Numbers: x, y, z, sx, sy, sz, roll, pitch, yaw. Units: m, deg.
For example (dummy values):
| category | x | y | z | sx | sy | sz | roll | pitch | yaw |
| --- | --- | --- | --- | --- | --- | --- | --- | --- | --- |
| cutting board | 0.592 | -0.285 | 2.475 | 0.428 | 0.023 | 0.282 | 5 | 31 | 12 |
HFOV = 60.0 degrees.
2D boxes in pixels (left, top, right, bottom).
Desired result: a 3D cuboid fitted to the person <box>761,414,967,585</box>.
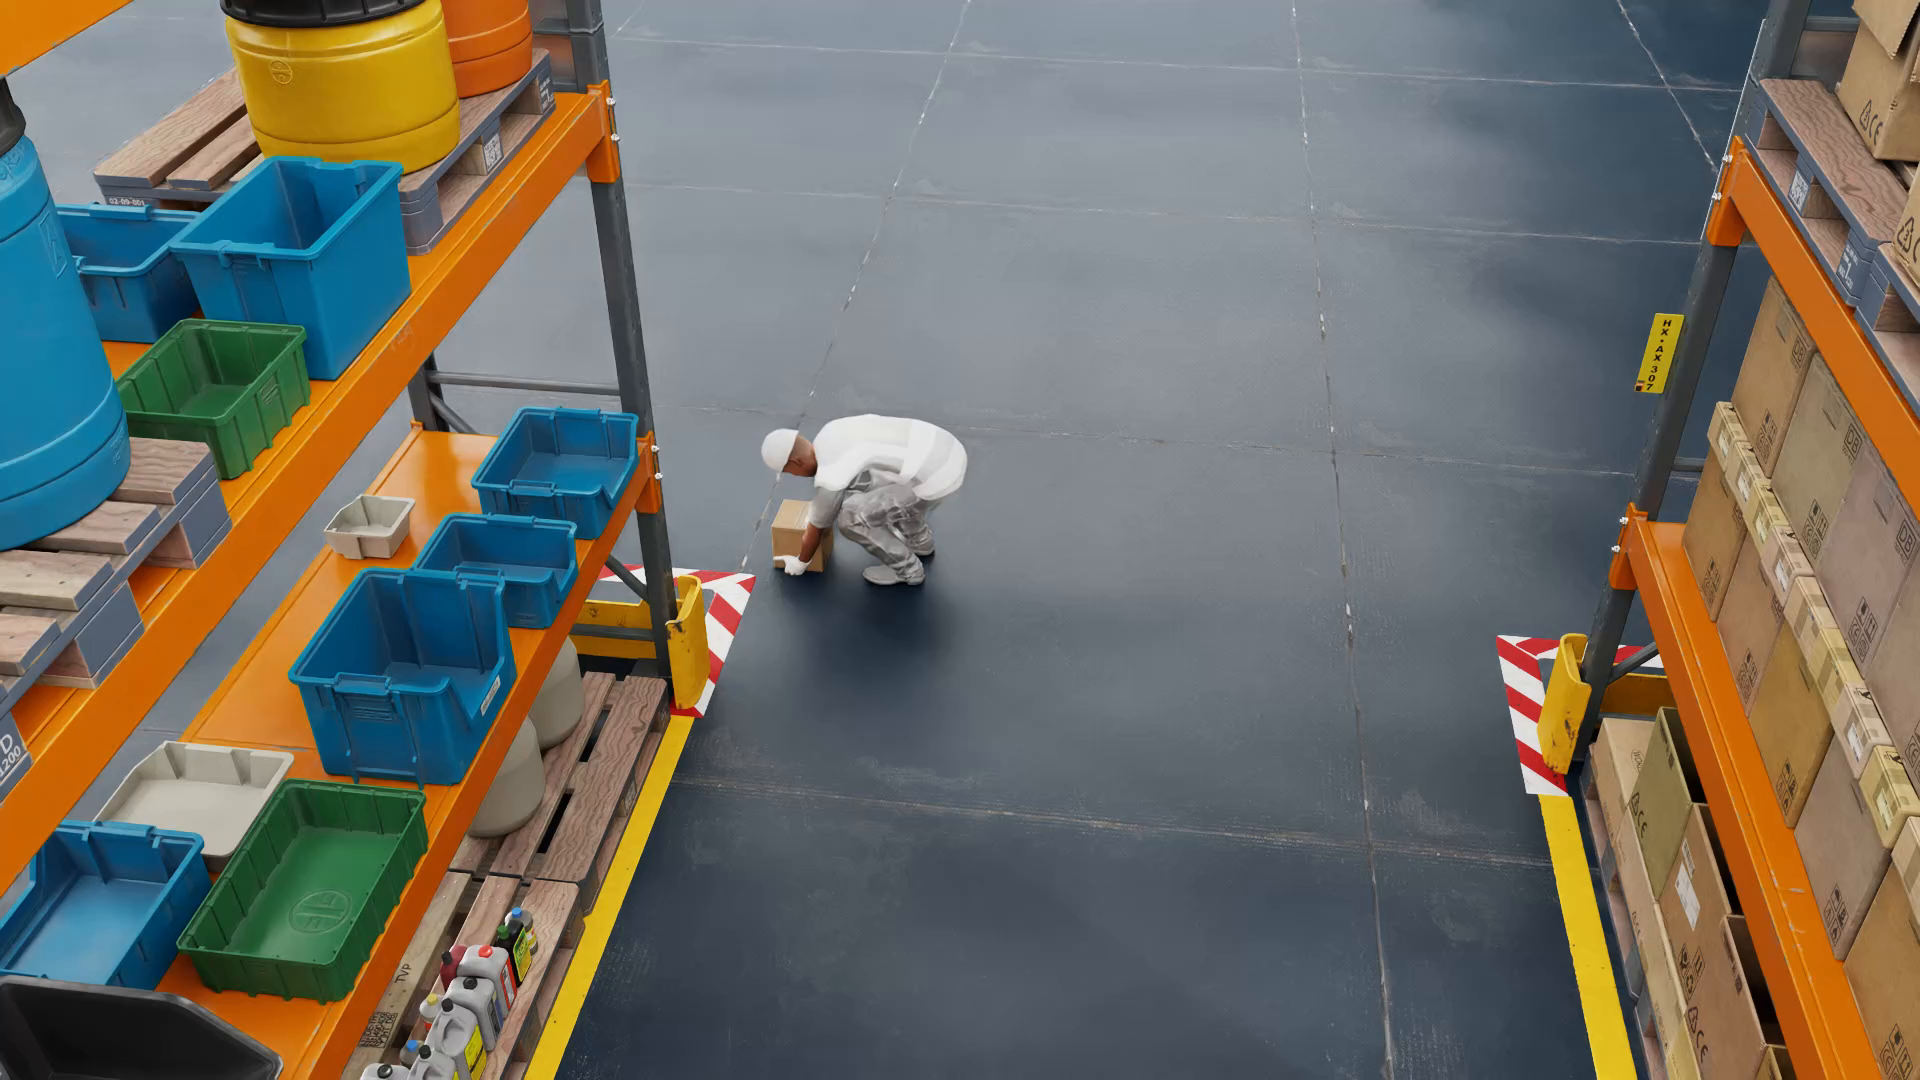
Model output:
| category | x | y | z | sx | sy | sz | roll | pitch | yaw |
| --- | --- | --- | --- | --- | --- | --- | --- | --- | --- |
| person | -0.466 | -0.204 | 8.159 | 0.989 | 0.830 | 0.550 | 5 | 36 | 7 |
